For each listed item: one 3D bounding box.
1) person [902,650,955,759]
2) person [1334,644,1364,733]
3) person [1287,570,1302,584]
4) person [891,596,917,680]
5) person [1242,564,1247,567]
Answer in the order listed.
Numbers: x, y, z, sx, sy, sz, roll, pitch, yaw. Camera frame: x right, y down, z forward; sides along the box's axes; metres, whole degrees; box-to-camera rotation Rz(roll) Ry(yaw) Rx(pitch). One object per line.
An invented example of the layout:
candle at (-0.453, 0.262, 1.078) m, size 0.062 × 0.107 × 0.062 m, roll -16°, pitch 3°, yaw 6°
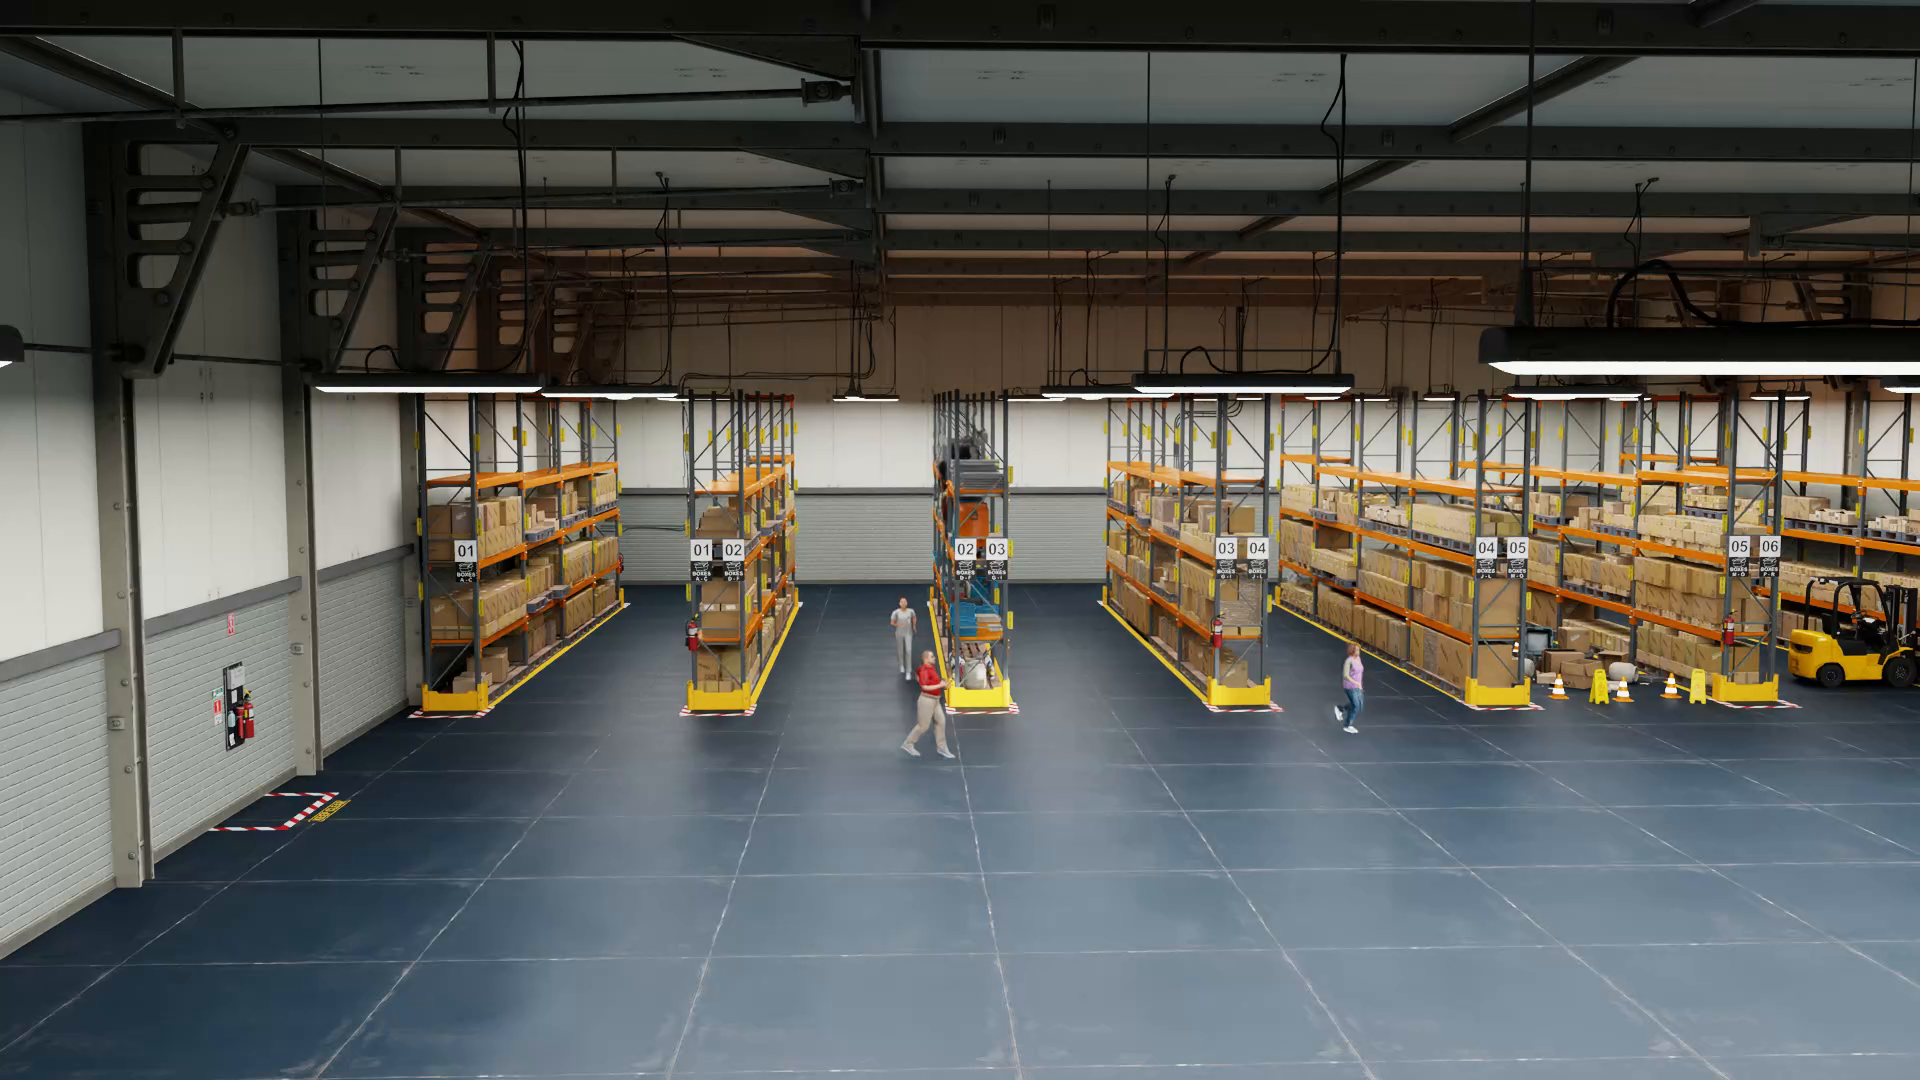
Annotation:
person at (-0.515, 2.664, 26.841) m, size 0.850 × 1.775 × 0.648 m, roll 1°, pitch 5°, yaw 14°
person at (6.832, 2.581, 29.103) m, size 0.607 × 1.564 × 0.561 m, roll 4°, pitch 6°, yaw 40°
person at (9.934, 0.877, 48.995) m, size 0.529 × 1.731 × 0.696 m, roll 0°, pitch 5°, yaw -5°
person at (-1.178, 2.023, 34.855) m, size 0.552 × 1.693 × 0.920 m, roll 0°, pitch 5°, yaw -4°
person at (7.827, 0.999, 47.573) m, size 0.759 × 1.713 × 0.538 m, roll 4°, pitch 6°, yaw 41°
